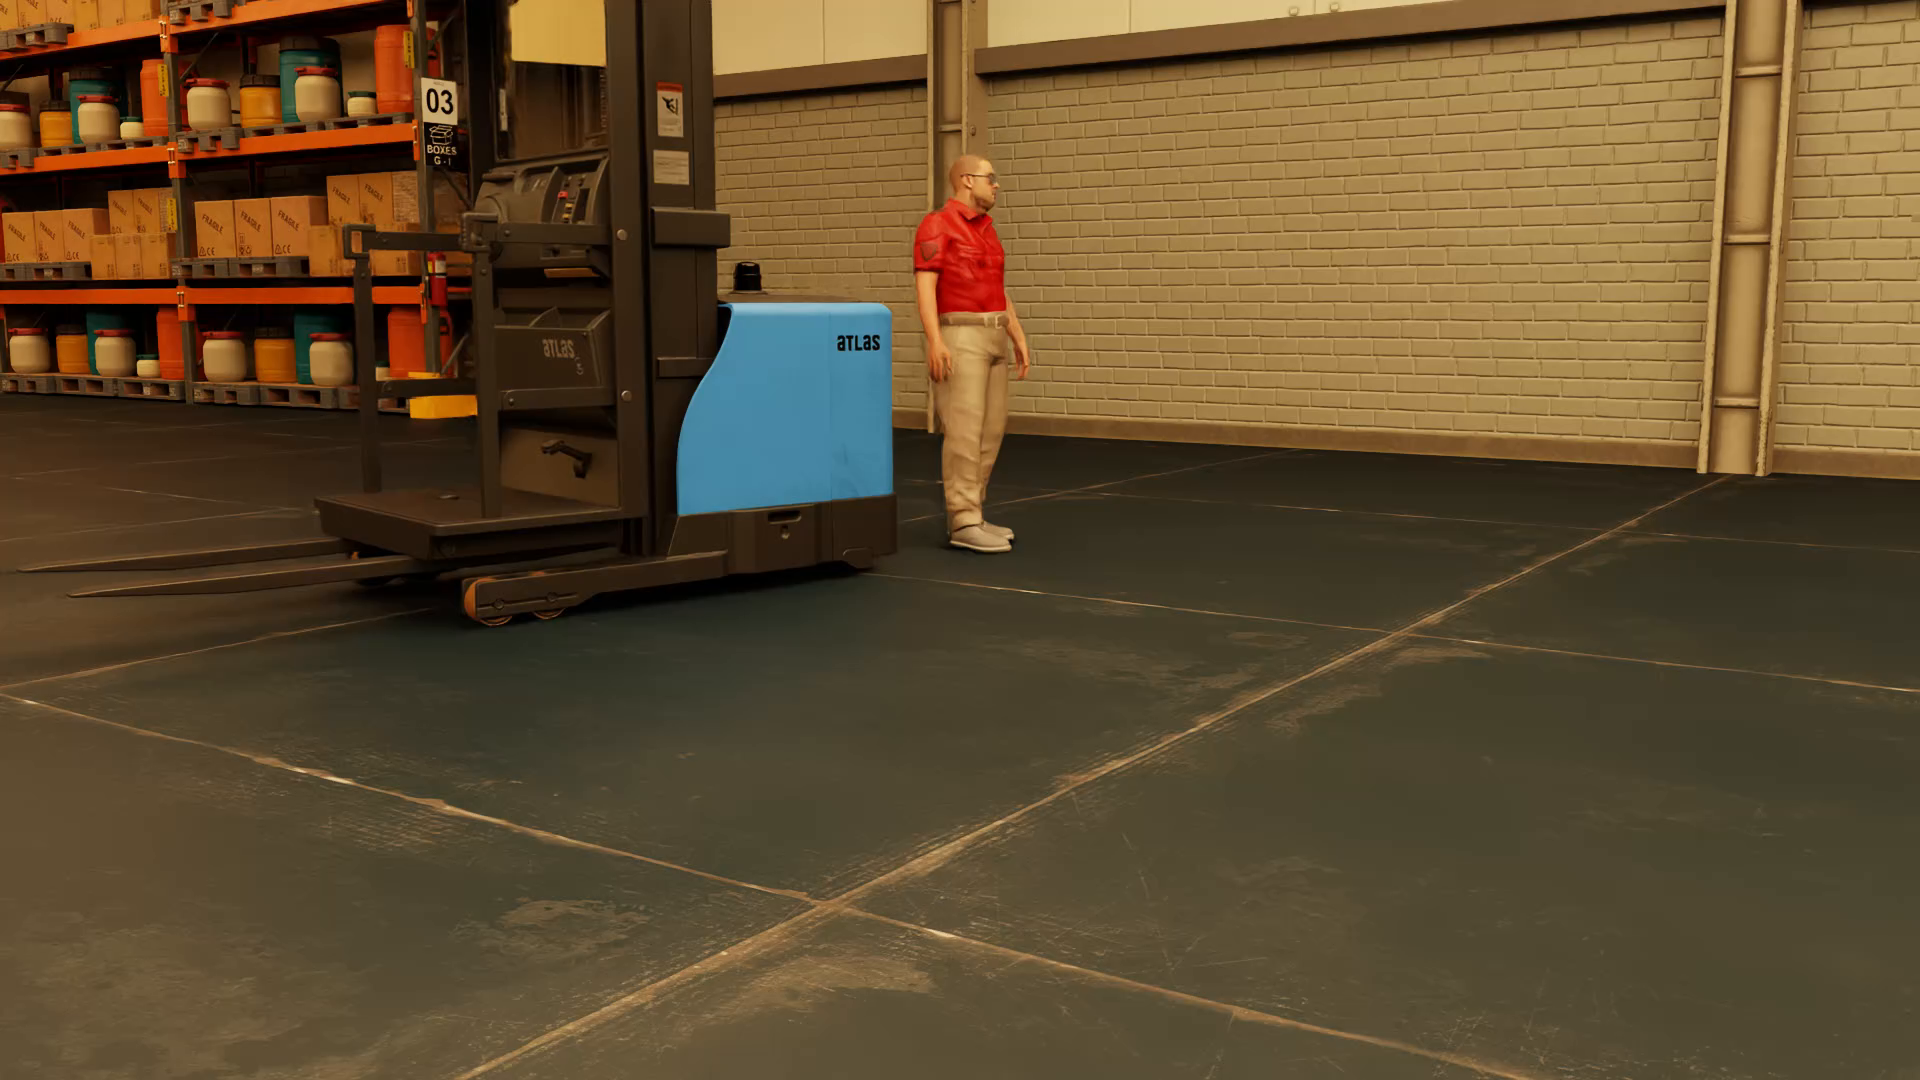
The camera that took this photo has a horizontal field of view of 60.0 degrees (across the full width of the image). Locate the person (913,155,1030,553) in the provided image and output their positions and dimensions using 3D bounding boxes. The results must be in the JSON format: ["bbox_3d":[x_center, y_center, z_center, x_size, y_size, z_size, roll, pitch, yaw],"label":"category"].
[{"bbox_3d":[0.129,-0.846,7.426,0.521,1.724,0.669,5,9,31],"label":"person"}]

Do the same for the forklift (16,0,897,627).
[{"bbox_3d":[-1.694,-1.243,5.937,3.031,2.935,1.130,-7,11,-41],"label":"forklift"}]
